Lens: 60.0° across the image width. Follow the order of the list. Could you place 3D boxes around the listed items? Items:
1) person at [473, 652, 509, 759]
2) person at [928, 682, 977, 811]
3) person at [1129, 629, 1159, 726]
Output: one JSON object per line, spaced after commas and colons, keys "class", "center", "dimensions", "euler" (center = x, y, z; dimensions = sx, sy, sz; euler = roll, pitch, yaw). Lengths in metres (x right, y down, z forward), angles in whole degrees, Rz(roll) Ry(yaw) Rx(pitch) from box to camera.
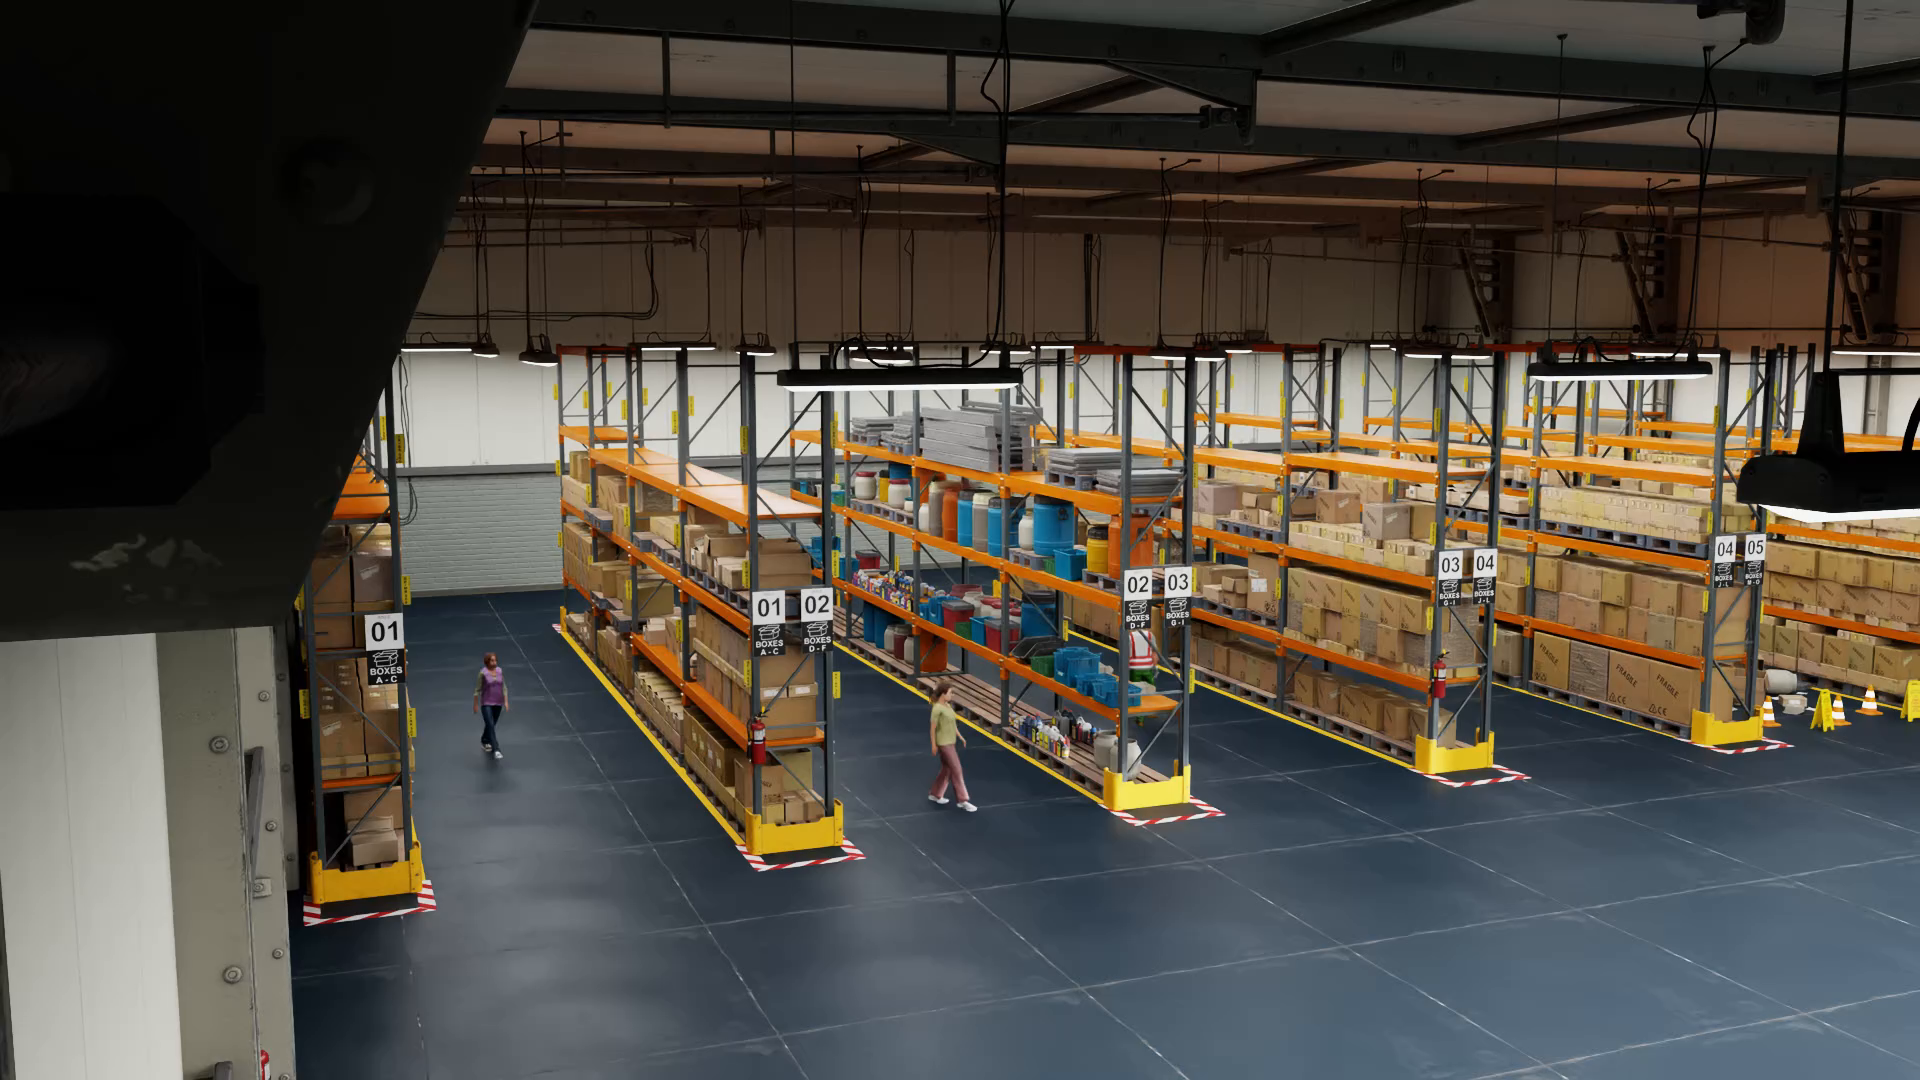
{"class": "person", "center": [-6.903, 2.427, 24.588], "dimensions": [0.969, 1.544, 0.455], "euler": [7, 10, 43]}
{"class": "person", "center": [-0.087, 2.730, 22.107], "dimensions": [0.781, 1.670, 0.473], "euler": [3, 8, 20]}
{"class": "person", "center": [2.892, 2.067, 26.611], "dimensions": [0.582, 1.780, 0.482], "euler": [-1, 7, -7]}
